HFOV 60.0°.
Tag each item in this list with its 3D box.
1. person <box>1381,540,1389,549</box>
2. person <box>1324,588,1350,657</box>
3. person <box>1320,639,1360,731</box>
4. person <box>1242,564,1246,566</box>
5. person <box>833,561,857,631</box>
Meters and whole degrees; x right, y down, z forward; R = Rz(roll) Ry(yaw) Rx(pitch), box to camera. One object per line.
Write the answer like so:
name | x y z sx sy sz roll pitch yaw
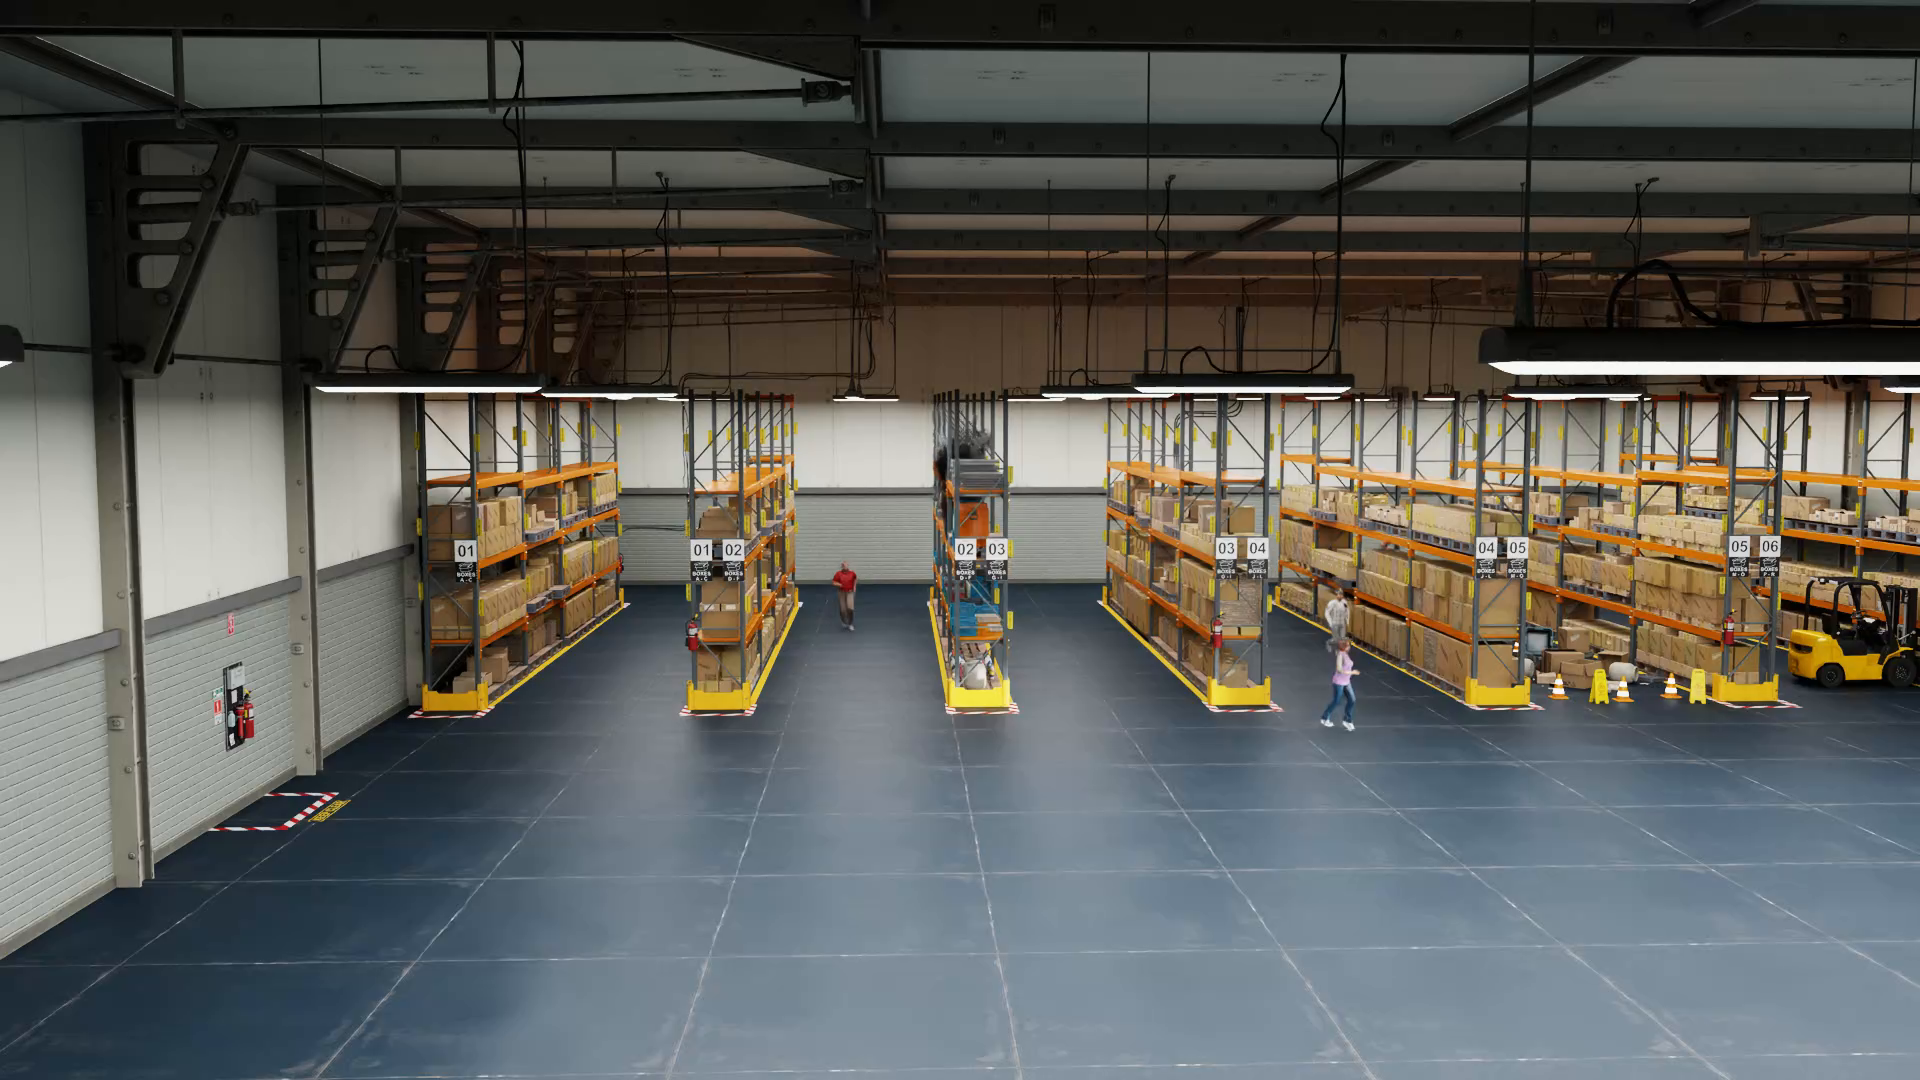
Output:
person | 12.673 0.840 49.318 0.668 1.751 0.679 1 5 10
person | 8.451 1.871 37.283 0.603 1.648 0.593 -1 5 -10
person | 6.695 2.556 29.185 0.707 1.662 0.559 3 6 35
person | 8.051 0.936 48.063 0.947 1.721 0.773 -3 6 -35
person | -2.918 1.435 42.284 0.643 1.775 0.782 -1 5 -7
